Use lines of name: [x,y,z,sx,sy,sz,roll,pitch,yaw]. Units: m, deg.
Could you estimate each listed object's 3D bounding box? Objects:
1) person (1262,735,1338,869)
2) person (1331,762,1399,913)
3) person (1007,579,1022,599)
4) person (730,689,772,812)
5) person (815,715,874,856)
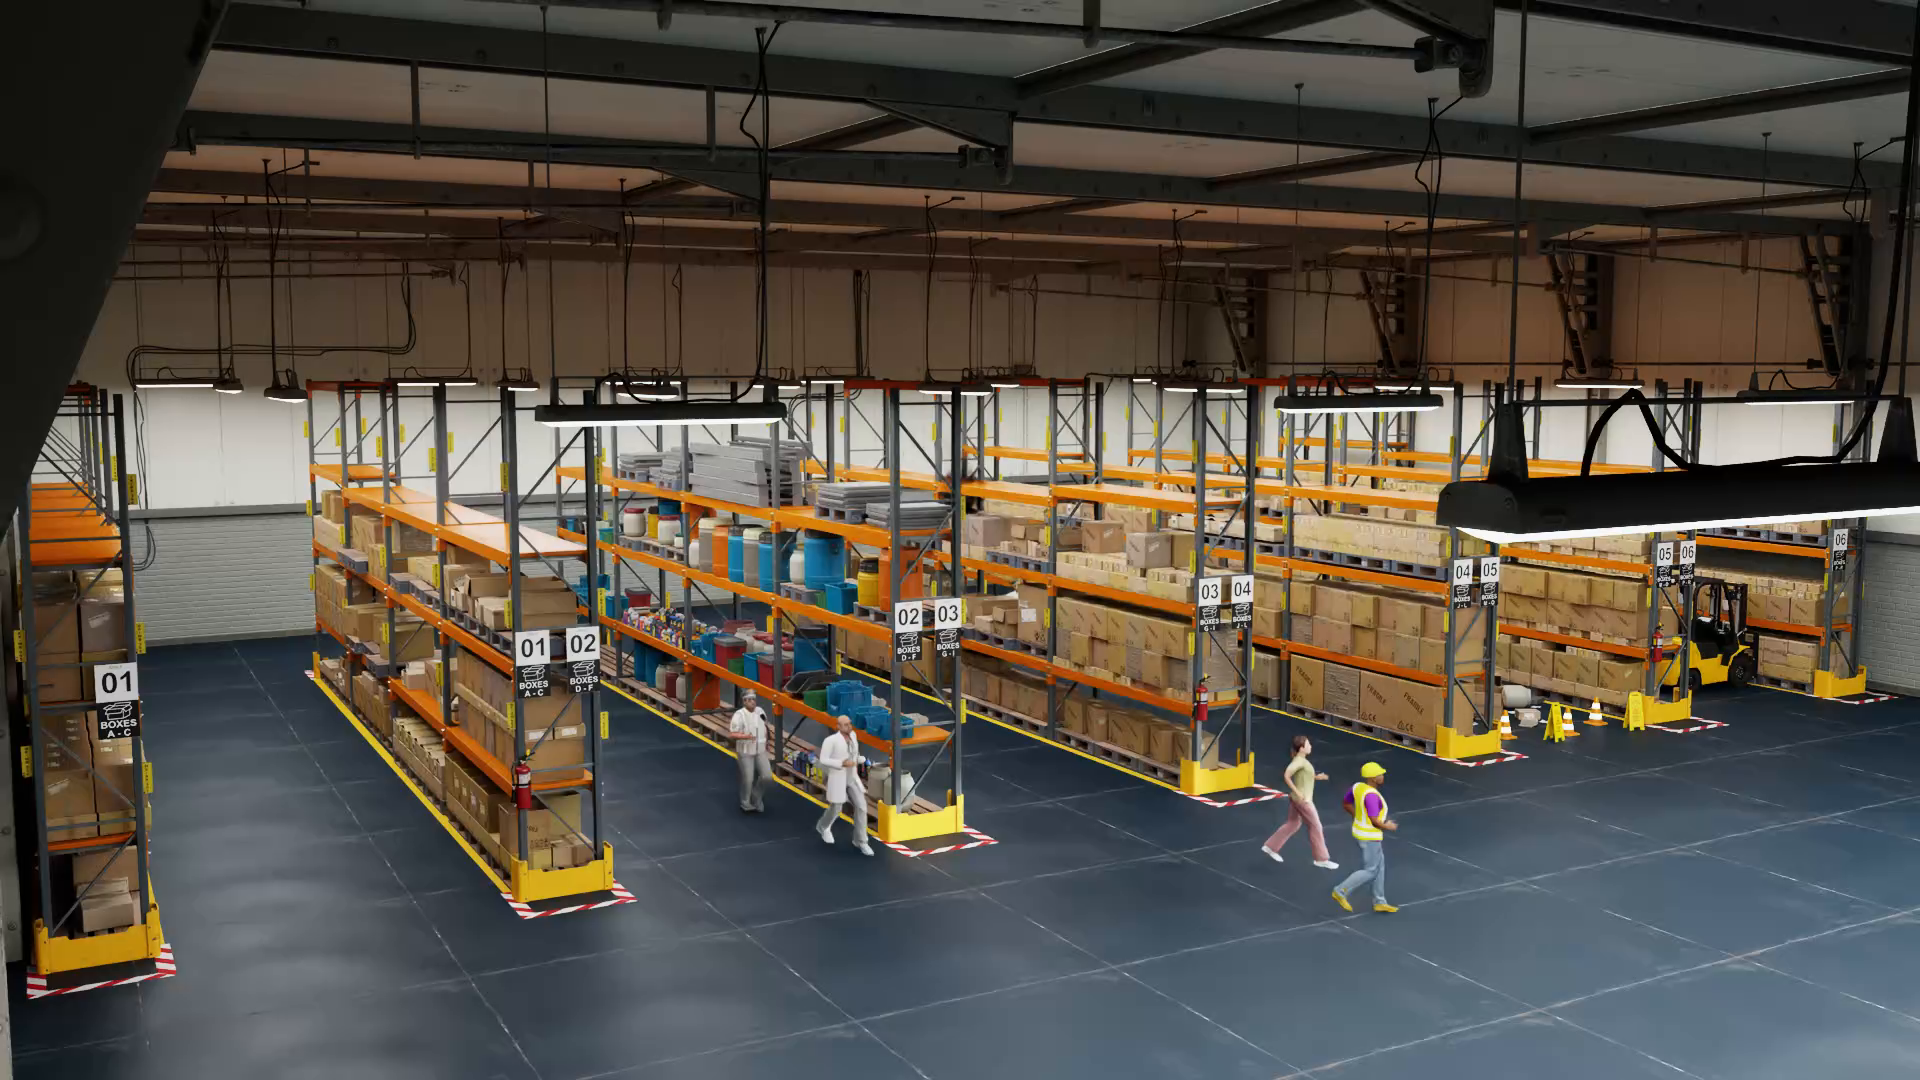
person: [4.264,3.262,20.794,0.946,1.664,0.577,0,6,5]
person: [4.664,3.427,19.104,0.842,1.774,0.725,0,6,-4]
person: [1.268,1.659,36.221,0.614,1.648,0.569,-4,7,-32]
person: [-2.893,2.983,23.368,0.645,1.784,0.651,-4,7,-31]
person: [-1.545,3.200,21.625,0.733,1.723,1.002,-5,8,-40]
